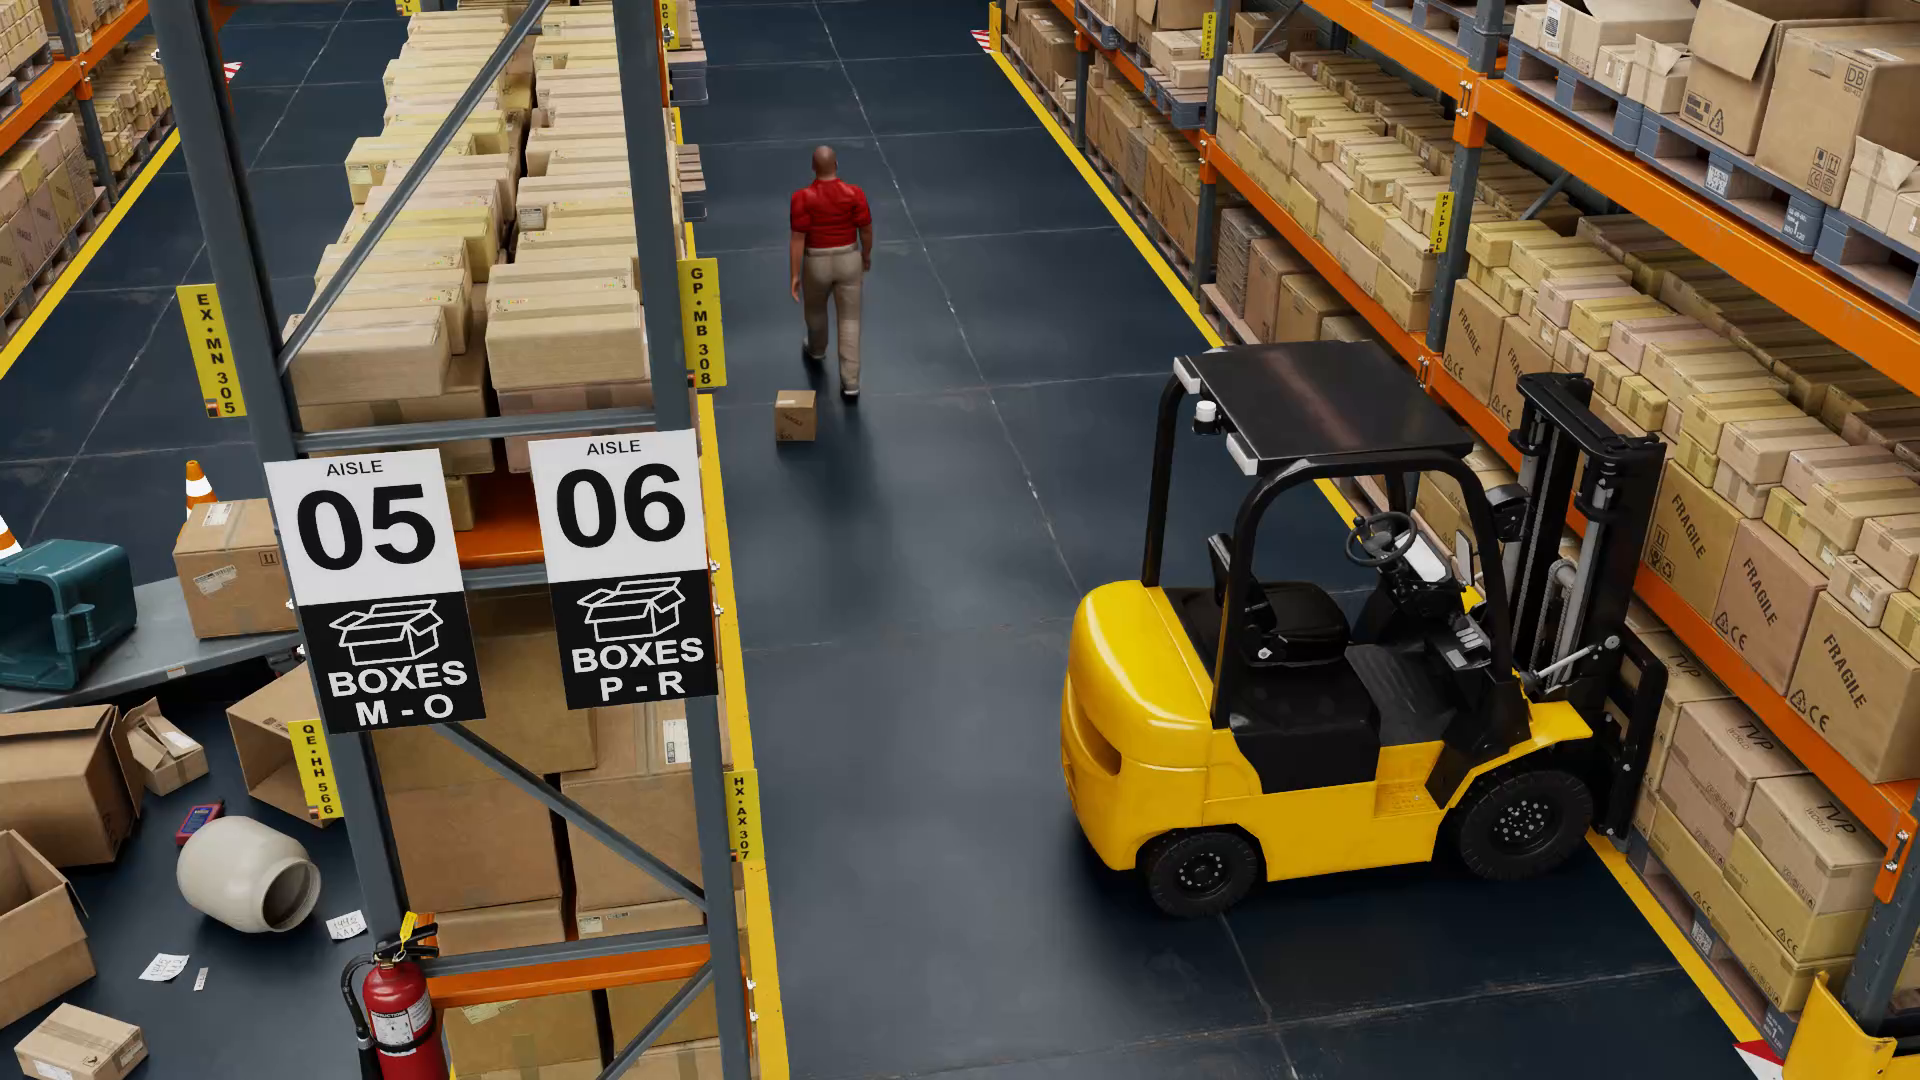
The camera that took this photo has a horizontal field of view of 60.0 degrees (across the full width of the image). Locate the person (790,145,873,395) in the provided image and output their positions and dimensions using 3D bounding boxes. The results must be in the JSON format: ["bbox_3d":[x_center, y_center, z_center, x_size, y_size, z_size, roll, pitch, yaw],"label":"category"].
[{"bbox_3d":[-0.881,-1.922,11.398,0.574,1.660,1.022,-3,31,-5],"label":"person"}]
